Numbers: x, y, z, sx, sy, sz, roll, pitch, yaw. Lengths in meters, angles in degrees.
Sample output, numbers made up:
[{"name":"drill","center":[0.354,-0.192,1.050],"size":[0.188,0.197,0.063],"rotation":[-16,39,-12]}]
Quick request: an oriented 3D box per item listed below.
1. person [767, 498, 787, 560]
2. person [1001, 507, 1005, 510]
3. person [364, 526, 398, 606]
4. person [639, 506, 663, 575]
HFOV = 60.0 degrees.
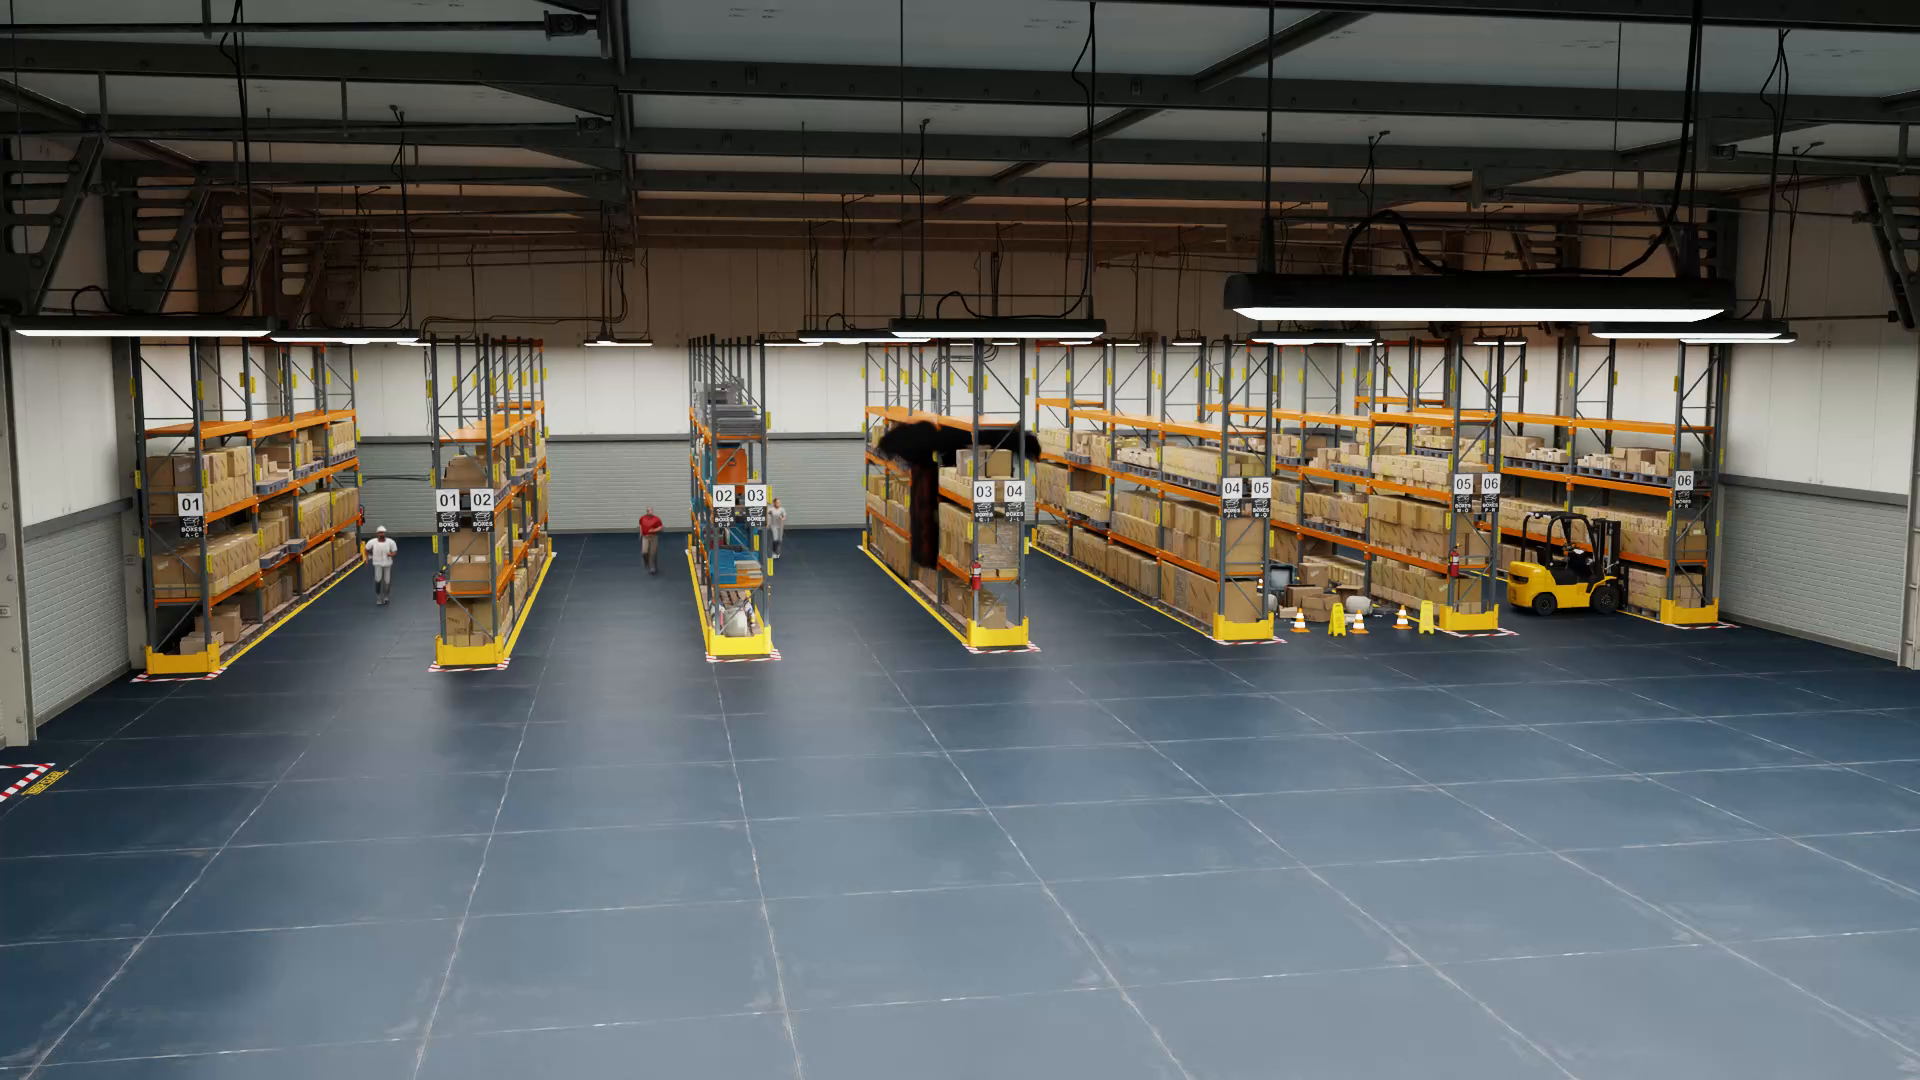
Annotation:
[{"name":"person","center":[-5.006,-0.308,45.428],"size":[0.543,1.689,0.704],"rotation":[-2,7,-21]},{"name":"person","center":[1.367,-0.446,46.774],"size":[0.597,1.618,0.742],"rotation":[0,7,-3]},{"name":"person","center":[-12.955,0.587,37.260],"size":[0.695,1.787,0.721],"rotation":[-3,7,-21]},{"name":"person","center":[-7.909,0.020,42.458],"size":[0.646,1.766,0.715],"rotation":[0,7,1]}]
